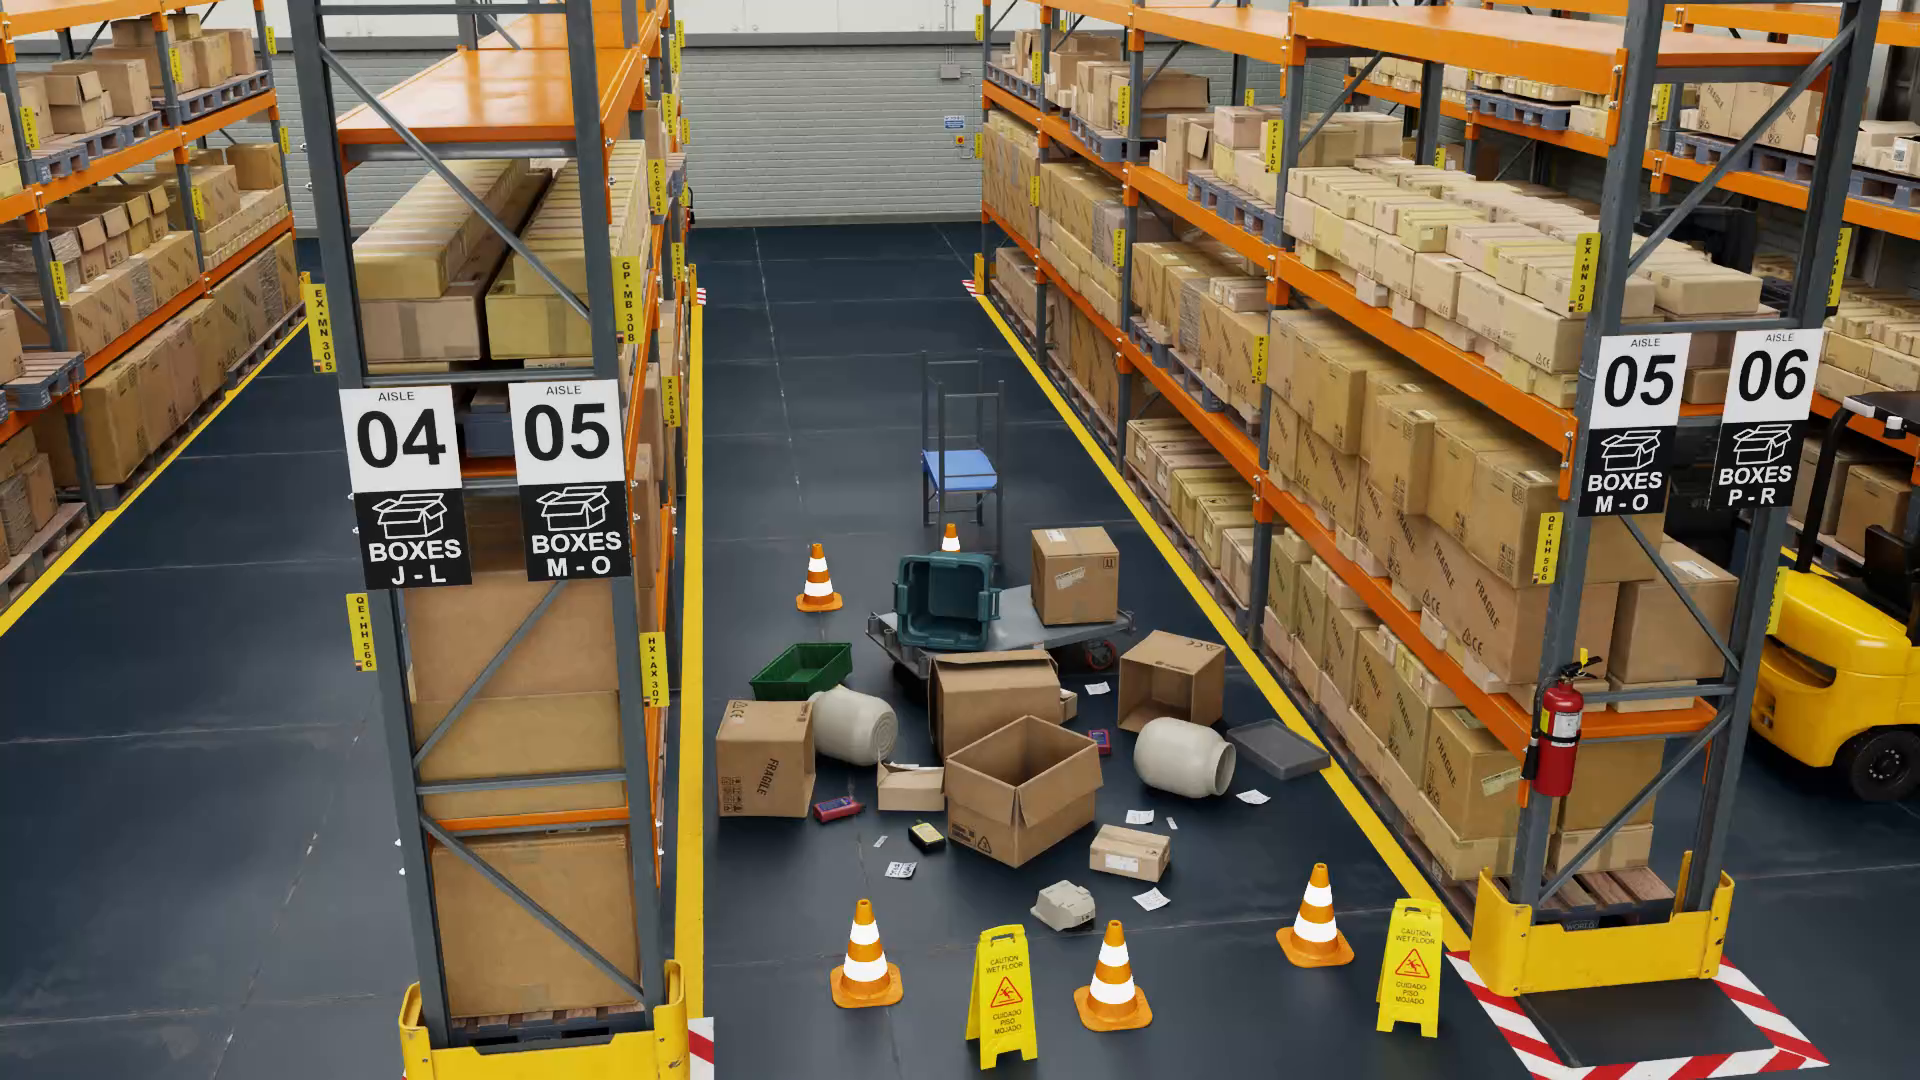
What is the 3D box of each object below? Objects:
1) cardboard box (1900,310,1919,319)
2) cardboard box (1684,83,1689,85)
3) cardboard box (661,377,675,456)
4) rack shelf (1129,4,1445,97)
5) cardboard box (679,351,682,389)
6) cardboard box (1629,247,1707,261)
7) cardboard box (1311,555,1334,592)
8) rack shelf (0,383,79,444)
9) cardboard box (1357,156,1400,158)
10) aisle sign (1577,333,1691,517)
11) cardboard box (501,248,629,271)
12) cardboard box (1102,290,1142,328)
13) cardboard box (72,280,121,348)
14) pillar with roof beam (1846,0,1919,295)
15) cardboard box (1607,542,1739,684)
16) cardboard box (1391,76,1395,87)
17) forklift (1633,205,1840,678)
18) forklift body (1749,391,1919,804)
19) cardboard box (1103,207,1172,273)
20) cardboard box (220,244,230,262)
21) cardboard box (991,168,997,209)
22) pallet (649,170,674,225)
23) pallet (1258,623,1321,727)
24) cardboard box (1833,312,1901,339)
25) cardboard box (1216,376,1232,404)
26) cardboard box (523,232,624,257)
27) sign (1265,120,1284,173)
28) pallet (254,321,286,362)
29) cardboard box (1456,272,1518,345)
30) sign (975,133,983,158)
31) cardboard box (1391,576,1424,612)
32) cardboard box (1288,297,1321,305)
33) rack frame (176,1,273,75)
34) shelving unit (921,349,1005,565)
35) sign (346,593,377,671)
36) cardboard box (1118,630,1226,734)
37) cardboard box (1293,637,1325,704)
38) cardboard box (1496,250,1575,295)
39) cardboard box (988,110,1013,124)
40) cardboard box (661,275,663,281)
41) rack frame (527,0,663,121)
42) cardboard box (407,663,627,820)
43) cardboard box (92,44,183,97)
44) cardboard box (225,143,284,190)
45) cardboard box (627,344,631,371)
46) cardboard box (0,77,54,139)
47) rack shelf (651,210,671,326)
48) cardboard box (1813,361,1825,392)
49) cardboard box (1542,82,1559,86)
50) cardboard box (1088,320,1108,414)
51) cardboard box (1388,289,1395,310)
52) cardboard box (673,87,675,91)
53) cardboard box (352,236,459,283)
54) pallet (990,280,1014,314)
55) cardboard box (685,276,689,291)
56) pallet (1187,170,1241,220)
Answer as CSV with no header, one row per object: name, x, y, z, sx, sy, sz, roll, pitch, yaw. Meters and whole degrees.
cardboard box,7.523,-1.683,12.866,0.380,0.149,0.250,-3,21,-8
cardboard box,7.040,-4.292,15.854,0.380,0.149,0.250,-3,21,-8
cardboard box,-2.237,-0.812,11.459,0.500,0.500,0.500,-3,21,-7
rack shelf,2.241,-3.657,12.247,1.077,0.370,4.000,-3,21,-8
cardboard box,-2.864,-1.583,15.567,0.500,0.250,0.500,-3,21,-8
cardboard box,3.229,-1.265,7.747,0.380,0.149,0.250,-3,21,-8
cardboard box,2.382,0.199,10.226,0.380,0.149,0.250,-2,21,-6
rack shelf,-7.565,-0.535,11.888,1.077,0.370,4.000,-3,21,-8
cardboard box,2.768,-2.609,11.741,0.500,0.250,0.500,-3,21,-8
aisle sign,2.828,-0.476,6.987,0.394,0.787,0.004,-3,21,-8
cardboard box,-1.668,-1.083,7.088,0.500,0.250,0.500,-3,21,-8
cardboard box,1.623,-2.156,15.415,0.500,0.250,0.500,-4,21,-10
cardboard box,-7.731,-1.971,14.564,0.500,0.500,0.500,-3,21,-9
pillar with roof beam,3.684,-4.503,12.911,9.100,9.000,0.400,-3,21,-8
cardboard box,3.312,0.342,7.946,0.500,0.500,0.500,-3,21,-9
cardboard box,5.686,-5.807,21.050,0.380,0.149,0.250,-3,21,-8
forklift,5.111,-0.726,11.470,1.130,2.935,3.031,-3,21,-8
forklift body,5.939,0.287,9.873,2.313,2.155,1.214,-3,21,-8
cardboard box,1.619,-2.745,15.206,0.500,0.500,0.500,-3,21,-9
cardboard box,-8.220,-3.133,18.175,0.380,0.149,0.250,-2,21,-6
cardboard box,0.685,-4.526,21.405,0.500,0.500,0.500,-3,21,-9
pallet,-2.622,-2.489,12.075,1.003,0.211,1.213,-2,21,-5
pallet,2.661,0.858,11.117,1.003,0.211,1.213,-3,21,-8
cardboard box,6.964,-1.649,12.773,0.380,0.149,0.250,-4,21,-9
cardboard box,2.089,-1.102,12.138,0.380,0.149,0.250,-3,21,-9
cardboard box,-1.546,-1.132,6.650,0.380,0.149,0.250,-3,21,-7
sign,1.981,-2.482,10.484,0.100,0.325,0.005,-3,21,-8
pallet,-8.642,-2.333,19.661,1.003,0.211,1.213,-3,21,-8
cardboard box,2.708,-1.107,7.895,0.500,0.250,0.500,-3,21,-8
sign,0.250,-5.250,22.136,0.100,0.325,0.005,-3,21,-8
cardboard box,2.587,0.266,9.077,0.380,0.149,0.250,-3,21,-8
cardboard box,2.615,-1.584,12.502,0.500,0.500,0.500,-3,21,-8
rack frame,-9.007,-7.144,19.983,1.000,3.000,0.127,-3,21,-8
shelving unit,0.012,-0.673,13.375,0.538,1.500,1.048,-3,21,-8
sign,-2.317,0.360,6.472,0.100,0.325,0.005,-3,21,-8
cardboard box,1.337,0.930,10.507,0.500,0.500,0.500,12,24,29
cardboard box,2.435,0.815,10.578,0.500,0.250,0.500,-2,21,-5
cardboard box,2.711,-1.236,7.670,0.380,0.149,0.250,-3,21,-8
cardboard box,0.577,-5.516,21.699,0.380,0.149,0.250,-2,21,-7
cardboard box,-2.843,-2.269,14.838,0.380,0.149,0.250,-2,21,-5
rack frame,-2.931,-4.590,13.143,1.000,3.000,0.127,-3,21,-8
cardboard box,-1.876,0.794,7.088,0.875,0.550,0.550,-3,21,-8
cardboard box,-8.603,-4.912,17.409,0.700,0.500,0.500,-4,21,-11
cardboard box,-8.677,-4.599,20.460,0.500,0.500,0.500,-3,21,-7
cardboard box,-1.547,-0.764,6.802,0.380,0.149,0.250,-3,21,-7
cardboard box,-8.224,-3.715,14.345,0.500,0.500,0.500,-2,21,-5
rack shelf,-2.643,-2.155,11.940,1.077,0.370,4.000,-3,21,-8
cardboard box,6.990,-1.369,13.308,0.500,0.250,0.500,-3,21,-7
cardboard box,6.177,-4.715,16.957,0.380,0.149,0.250,-3,21,-7
cardboard box,1.811,-1.818,16.732,0.875,0.875,0.875,-3,21,-7
cardboard box,2.553,-1.311,9.012,0.380,0.149,0.250,-3,21,-7
cardboard box,-3.394,-4.846,18.330,0.500,0.250,0.500,-3,21,-9
cardboard box,-2.197,-1.100,6.563,0.380,0.149,0.250,-3,21,-7
pallet,0.992,-3.254,22.128,1.003,0.211,1.213,-3,21,-8
cardboard box,-3.546,-3.162,20.520,0.380,0.149,0.250,-2,21,-6
pallet,2.393,-2.574,12.303,1.213,0.211,1.003,-3,21,-8
